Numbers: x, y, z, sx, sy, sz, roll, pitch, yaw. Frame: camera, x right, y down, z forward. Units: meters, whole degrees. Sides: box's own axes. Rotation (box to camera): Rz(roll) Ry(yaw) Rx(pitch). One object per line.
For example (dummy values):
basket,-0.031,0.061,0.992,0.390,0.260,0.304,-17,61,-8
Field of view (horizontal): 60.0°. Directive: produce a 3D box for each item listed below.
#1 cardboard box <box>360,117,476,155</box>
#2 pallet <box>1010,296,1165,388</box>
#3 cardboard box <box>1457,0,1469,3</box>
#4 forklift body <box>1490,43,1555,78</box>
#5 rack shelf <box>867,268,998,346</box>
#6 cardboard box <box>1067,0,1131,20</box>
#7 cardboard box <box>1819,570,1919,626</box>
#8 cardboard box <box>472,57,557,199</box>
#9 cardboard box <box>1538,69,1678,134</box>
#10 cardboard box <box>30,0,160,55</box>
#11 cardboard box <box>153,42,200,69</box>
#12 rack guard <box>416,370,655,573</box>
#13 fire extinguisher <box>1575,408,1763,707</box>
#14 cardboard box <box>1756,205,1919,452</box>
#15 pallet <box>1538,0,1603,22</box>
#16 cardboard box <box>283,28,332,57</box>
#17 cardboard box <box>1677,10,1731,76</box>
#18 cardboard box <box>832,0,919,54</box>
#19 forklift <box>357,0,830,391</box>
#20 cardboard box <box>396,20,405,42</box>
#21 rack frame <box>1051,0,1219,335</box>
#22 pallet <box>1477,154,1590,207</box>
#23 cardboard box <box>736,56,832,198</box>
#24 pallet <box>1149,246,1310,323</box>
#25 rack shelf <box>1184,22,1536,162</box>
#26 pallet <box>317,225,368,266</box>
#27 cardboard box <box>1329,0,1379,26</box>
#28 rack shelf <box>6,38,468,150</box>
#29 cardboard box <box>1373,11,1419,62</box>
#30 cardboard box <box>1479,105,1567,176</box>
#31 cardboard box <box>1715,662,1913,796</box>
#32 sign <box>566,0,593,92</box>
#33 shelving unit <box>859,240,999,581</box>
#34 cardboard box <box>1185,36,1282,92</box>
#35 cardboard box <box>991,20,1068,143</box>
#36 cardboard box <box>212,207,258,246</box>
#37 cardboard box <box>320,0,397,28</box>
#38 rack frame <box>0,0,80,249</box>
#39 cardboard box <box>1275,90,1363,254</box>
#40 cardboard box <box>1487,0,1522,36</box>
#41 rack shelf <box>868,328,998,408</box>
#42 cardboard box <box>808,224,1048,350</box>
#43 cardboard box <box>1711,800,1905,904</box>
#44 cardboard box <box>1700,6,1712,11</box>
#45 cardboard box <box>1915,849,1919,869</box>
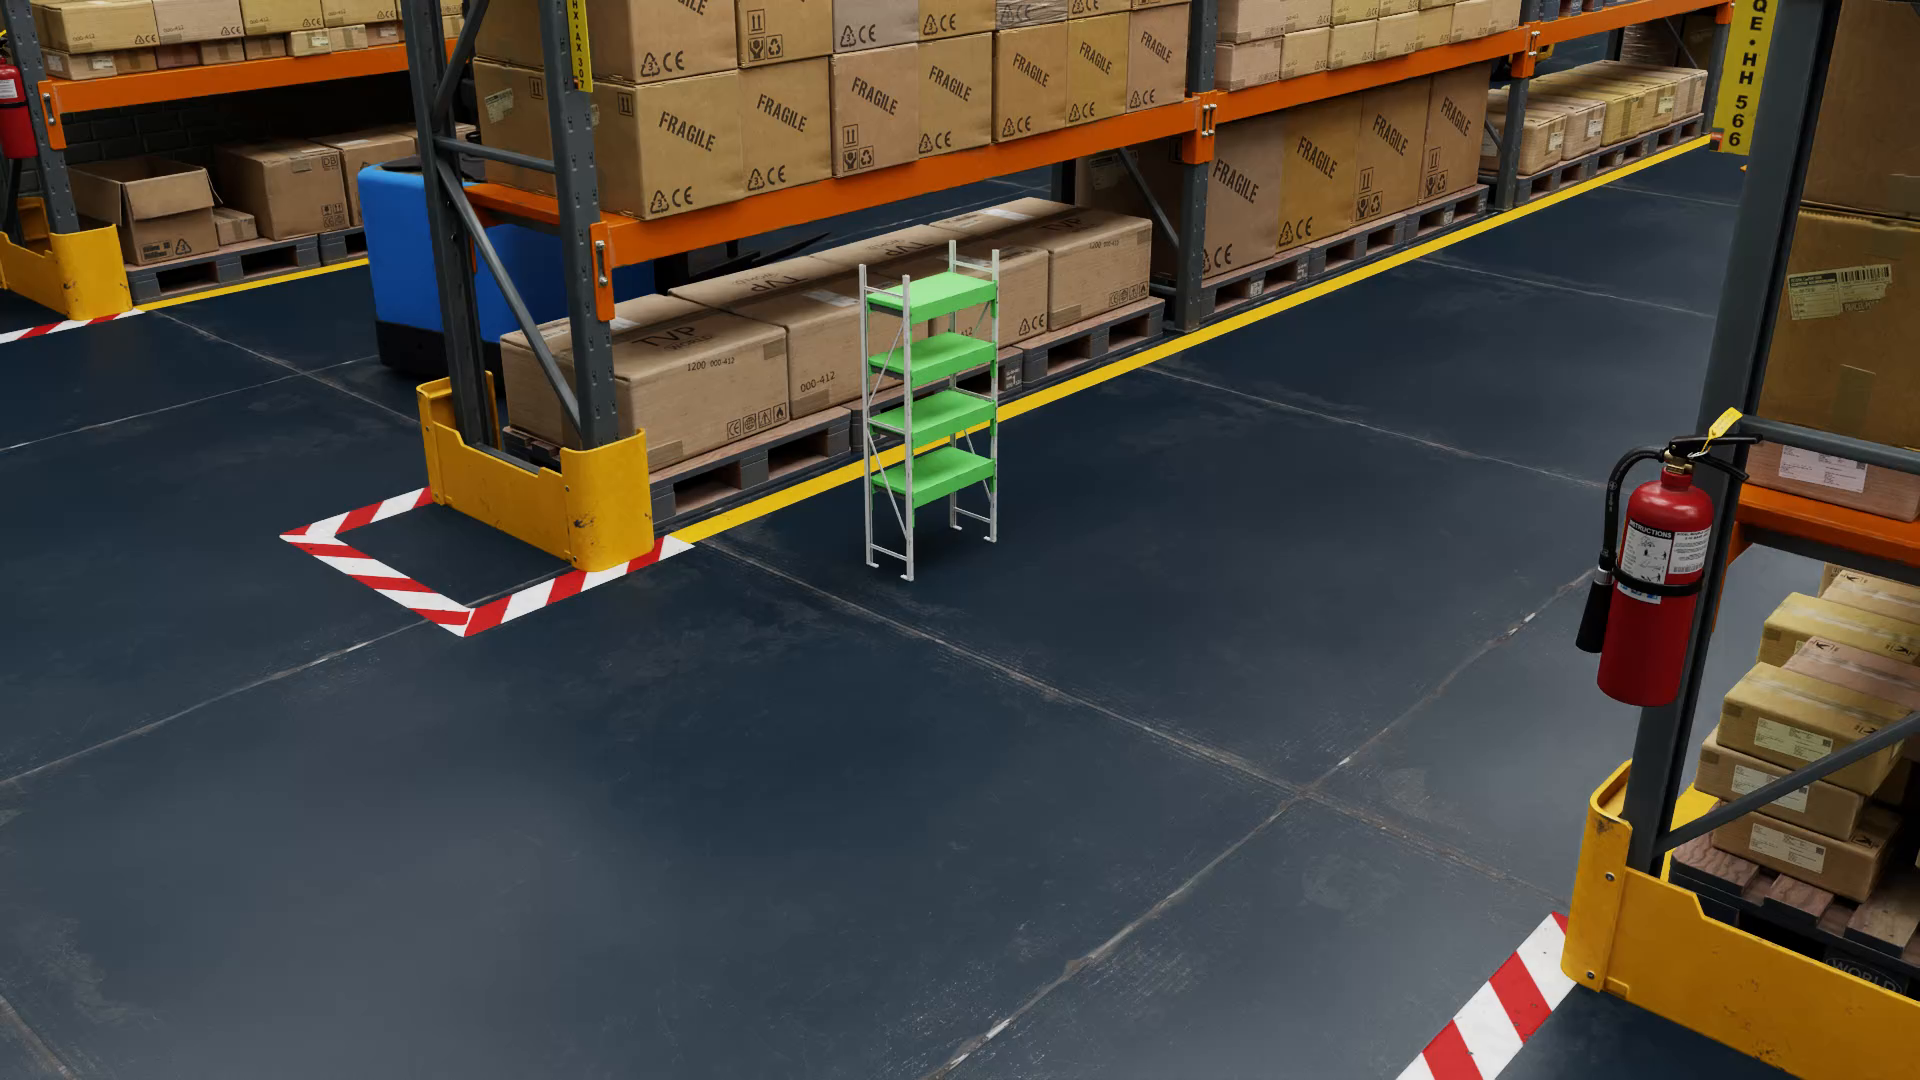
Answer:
cardboard box,-3.660,-2.582,11.384,0.700,0.500,0.500,19,30,36
pallet,0.371,-1.186,9.138,1.003,0.211,1.213,20,31,38
cardboard box,3.133,-3.673,10.848,0.500,0.250,0.500,19,30,36
forklift body,5.340,-6.216,17.985,2.313,2.155,1.214,20,31,38
rack shelf,-0.110,-0.877,6.222,0.258,0.148,0.480,20,31,38
cardboard box,0.483,-2.799,7.982,0.500,0.500,0.500,20,31,37
cardboard box,2.694,0.242,4.788,0.380,0.149,0.250,19,30,36
cardboard box,-1.608,-1.715,6.787,0.500,0.500,0.500,20,31,38
cardboard box,5.451,-3.718,14.075,0.625,0.372,0.950,-22,32,-40
cardboard box,-4.928,-2.936,9.452,0.500,0.250,0.500,20,31,38
cardboard box,-4.723,-2.895,9.847,0.380,0.149,0.250,20,31,37
rack guard,-1.749,-0.302,6.813,1.175,0.500,0.348,20,31,38
fire extinguisher,1.509,0.027,3.574,0.296,0.674,0.183,20,31,38
cardboard box,2.129,-0.518,3.753,0.500,0.500,0.500,21,32,39
pallet,4.003,-4.046,12.343,1.213,0.211,1.003,20,31,38
cardboard box,-4.111,-3.094,10.291,0.380,0.149,0.250,19,30,36
cardboard box,6.871,-4.491,15.032,0.500,0.500,0.500,22,32,40
cardboard box,-0.523,-2.339,6.956,0.500,0.500,0.500,20,31,37
forklift,-1.853,-2.627,9.026,1.130,2.935,3.031,13,27,26
cardboard box,-3.700,-3.365,10.896,0.380,0.149,0.250,21,31,38
rack frame,0.937,-2.669,9.036,1.000,3.000,0.127,20,31,38
pallet,4.129,-2.853,12.855,1.003,0.211,1.213,20,31,38
cardboard box,-0.882,-1.725,6.810,0.500,0.500,0.500,20,31,37
pallet,1.396,-1.652,10.177,1.003,0.211,1.213,20,31,38
rack shelf,2.272,-2.950,10.542,1.077,0.370,4.000,20,31,38
pallet,-4.035,-2.168,11.328,1.003,0.211,1.213,20,31,38
cardboard box,2.124,-3.199,9.790,0.500,0.250,0.500,21,31,38
rack shelf,-4.097,-3.085,10.845,1.077,0.370,4.000,20,31,38
cardboard box,2.466,-3.122,10.230,0.500,0.250,0.500,20,31,37
cardboard box,3.991,-3.050,12.584,0.950,0.372,0.625,18,30,34
cardboard box,2.186,0.478,4.262,0.380,0.149,0.250,21,31,38
sign,-1.323,-1.728,5.783,0.100,0.325,0.005,20,31,38
shelving unit,-0.110,-0.497,6.392,0.258,1.200,0.503,20,31,38
cardboard box,1.427,-2.662,9.205,0.500,0.250,0.500,19,31,36
cardboard box,0.154,-2.188,7.841,0.500,0.500,0.500,20,31,37
cardboard box,-4.640,-1.974,10.459,0.380,0.149,0.250,19,30,36
cardboard box,-3.930,-3.407,10.502,0.500,0.250,0.500,19,30,36
rack frame,-5.432,-2.804,9.338,1.000,3.000,0.127,20,31,38
cardboard box,1.888,-2.379,10.473,0.875,0.875,0.875,21,32,39
cardboard box,3.462,-3.594,11.283,0.500,0.250,0.500,19,30,36
rack shelf,-0.110,-0.658,6.320,0.258,0.148,0.480,20,31,38
cardboard box,-0.159,-1.256,8.504,0.875,0.438,0.875,19,30,36
cardboard box,2.217,0.763,4.354,0.380,0.149,0.250,21,31,38
cardboard box,6.809,-4.794,15.708,0.500,0.500,0.500,21,31,38
cardboard box,2.562,0.755,4.008,0.380,0.149,0.250,22,32,40
